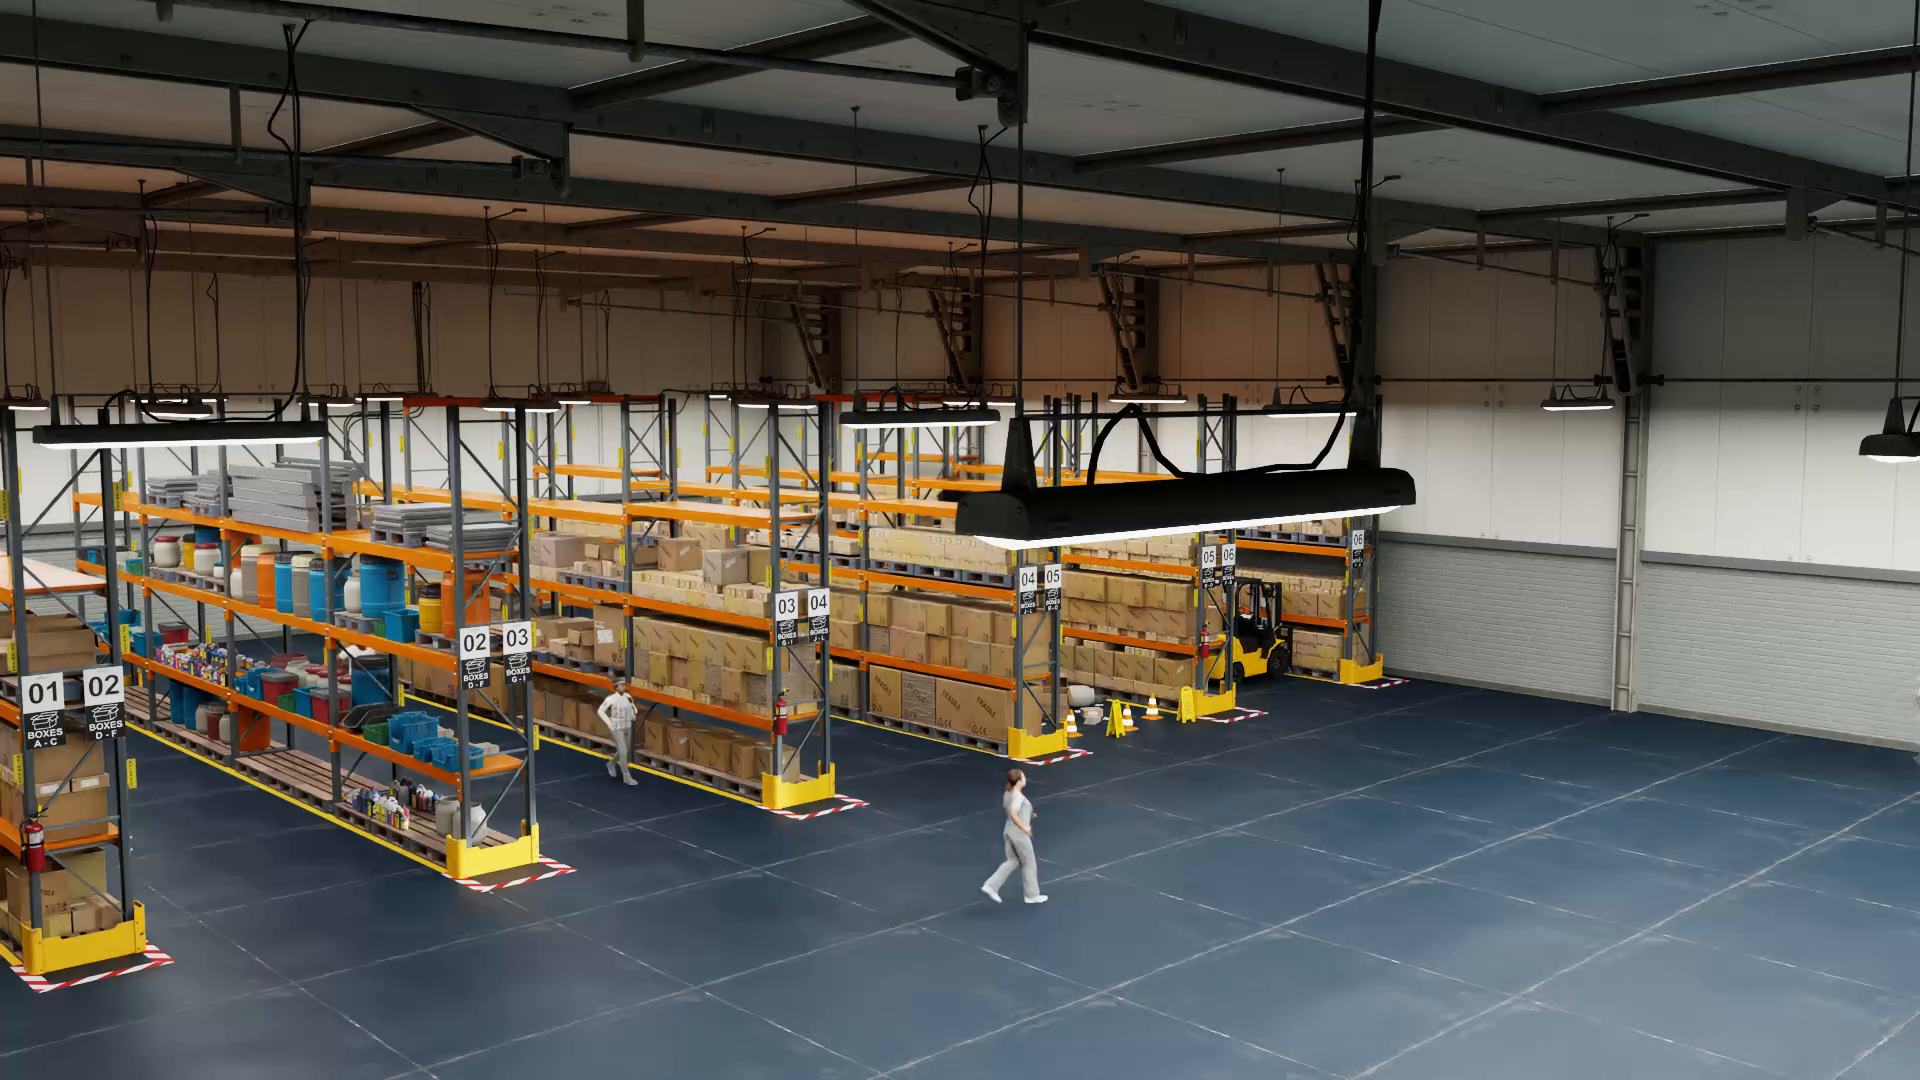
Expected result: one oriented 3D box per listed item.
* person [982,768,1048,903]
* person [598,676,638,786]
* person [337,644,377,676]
[{"bbox_3d":[0.668,3.558,19.961,0.845,1.659,0.581,-2,6,-24],"label":"person"},{"bbox_3d":[-5.323,2.960,26.076,0.813,1.683,0.628,4,7,39],"label":"person"},{"bbox_3d":[-10.888,2.533,30.274,0.809,1.786,0.668,4,7,33],"label":"person"}]
